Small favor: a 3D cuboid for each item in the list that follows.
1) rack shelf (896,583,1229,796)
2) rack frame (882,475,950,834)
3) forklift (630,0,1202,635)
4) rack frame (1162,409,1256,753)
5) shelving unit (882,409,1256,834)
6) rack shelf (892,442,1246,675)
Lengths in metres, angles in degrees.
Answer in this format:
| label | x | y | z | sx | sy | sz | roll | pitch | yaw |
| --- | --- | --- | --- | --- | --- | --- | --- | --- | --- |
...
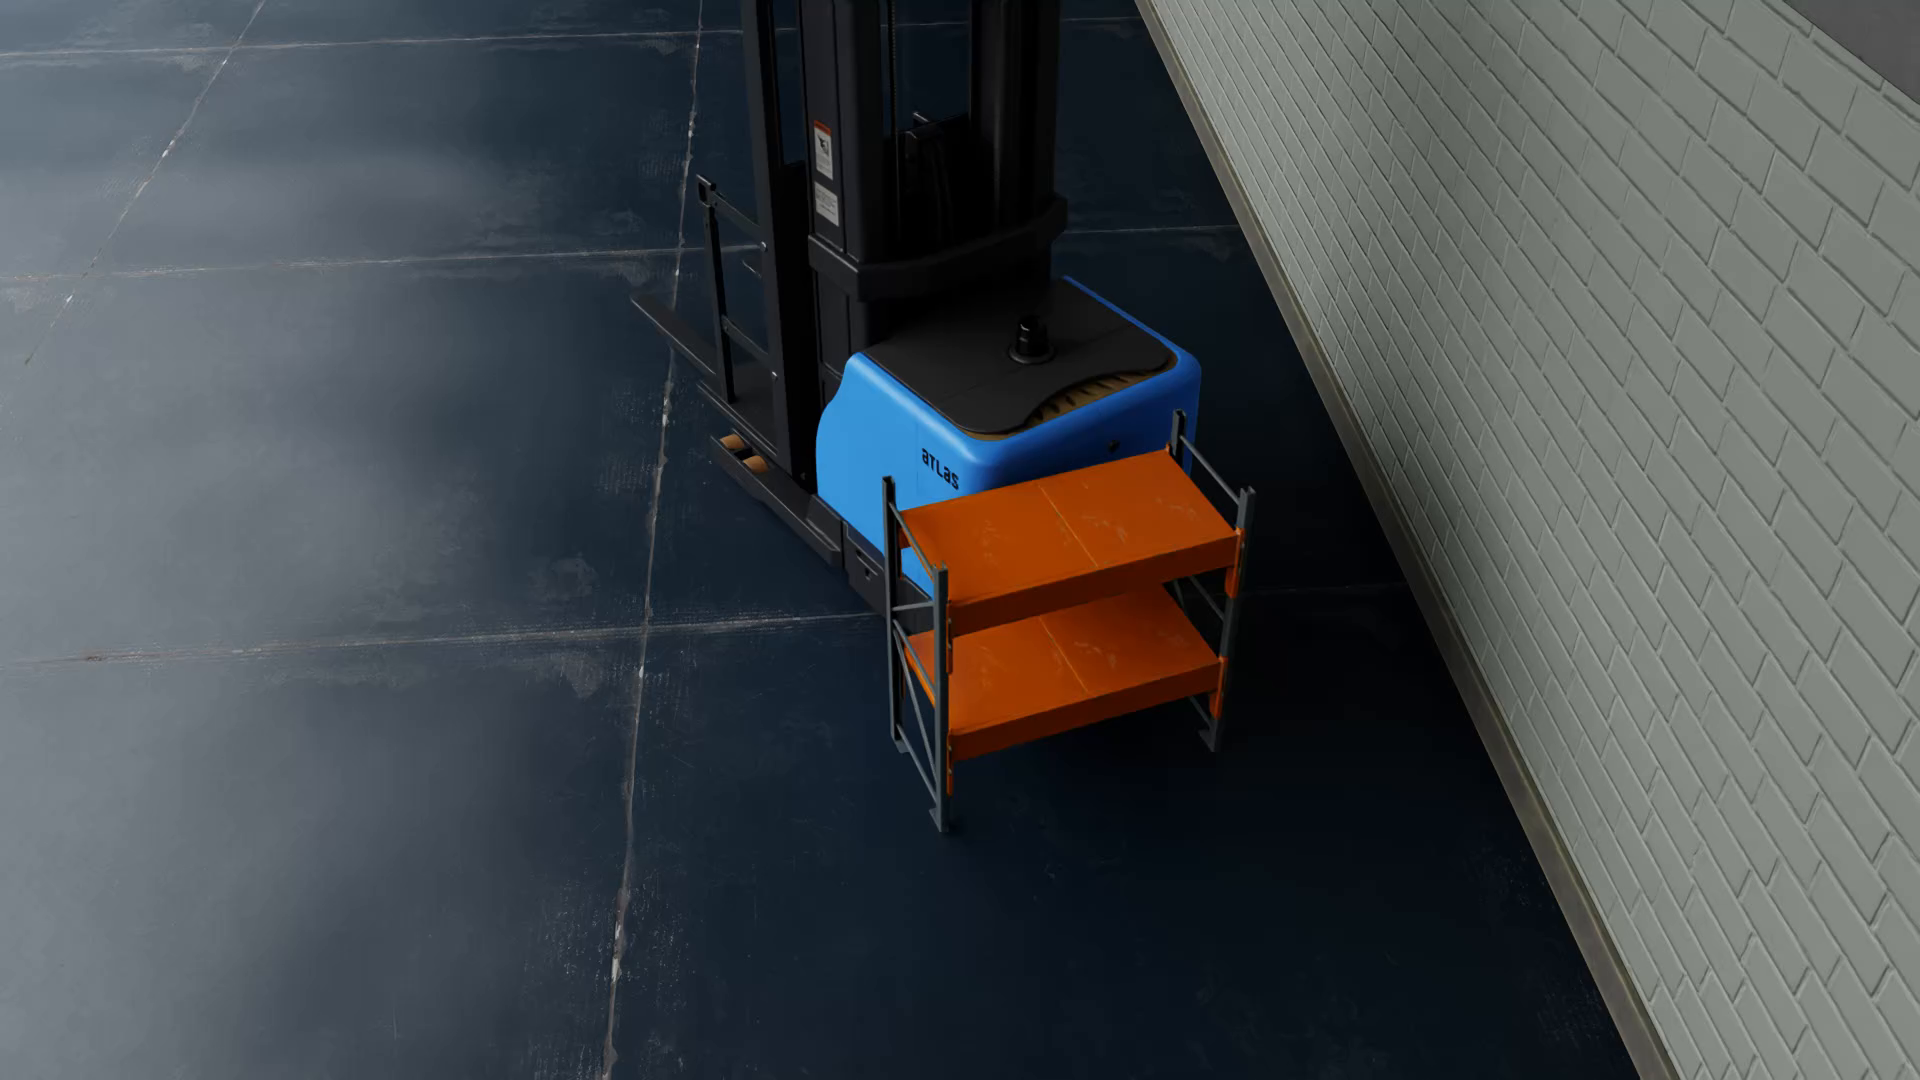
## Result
| label | x | y | z | sx | sy | sz | roll | pitch | yaw |
| --- | --- | --- | --- | --- | --- | --- | --- | --- | --- |
| rack shelf | 0.334 | 0.463 | 5.649 | 1.000 | 0.278 | 0.538 | -14 | 40 | -17 |
| rack frame | -0.139 | 0.386 | 5.352 | 0.032 | 1.125 | 0.500 | -14 | 40 | -17 |
| forklift | -0.405 | -1.496 | 6.280 | 1.130 | 2.935 | 3.031 | -24 | 44 | -27 |
| rack frame | 0.807 | 0.156 | 5.643 | 0.032 | 1.125 | 0.500 | -14 | 40 | -17 |
| shelving unit | 0.334 | 0.271 | 5.498 | 1.048 | 1.125 | 0.538 | -14 | 40 | -17 |
| rack shelf | 0.334 | 0.041 | 5.316 | 1.000 | 0.278 | 0.538 | -14 | 40 | -17 |
